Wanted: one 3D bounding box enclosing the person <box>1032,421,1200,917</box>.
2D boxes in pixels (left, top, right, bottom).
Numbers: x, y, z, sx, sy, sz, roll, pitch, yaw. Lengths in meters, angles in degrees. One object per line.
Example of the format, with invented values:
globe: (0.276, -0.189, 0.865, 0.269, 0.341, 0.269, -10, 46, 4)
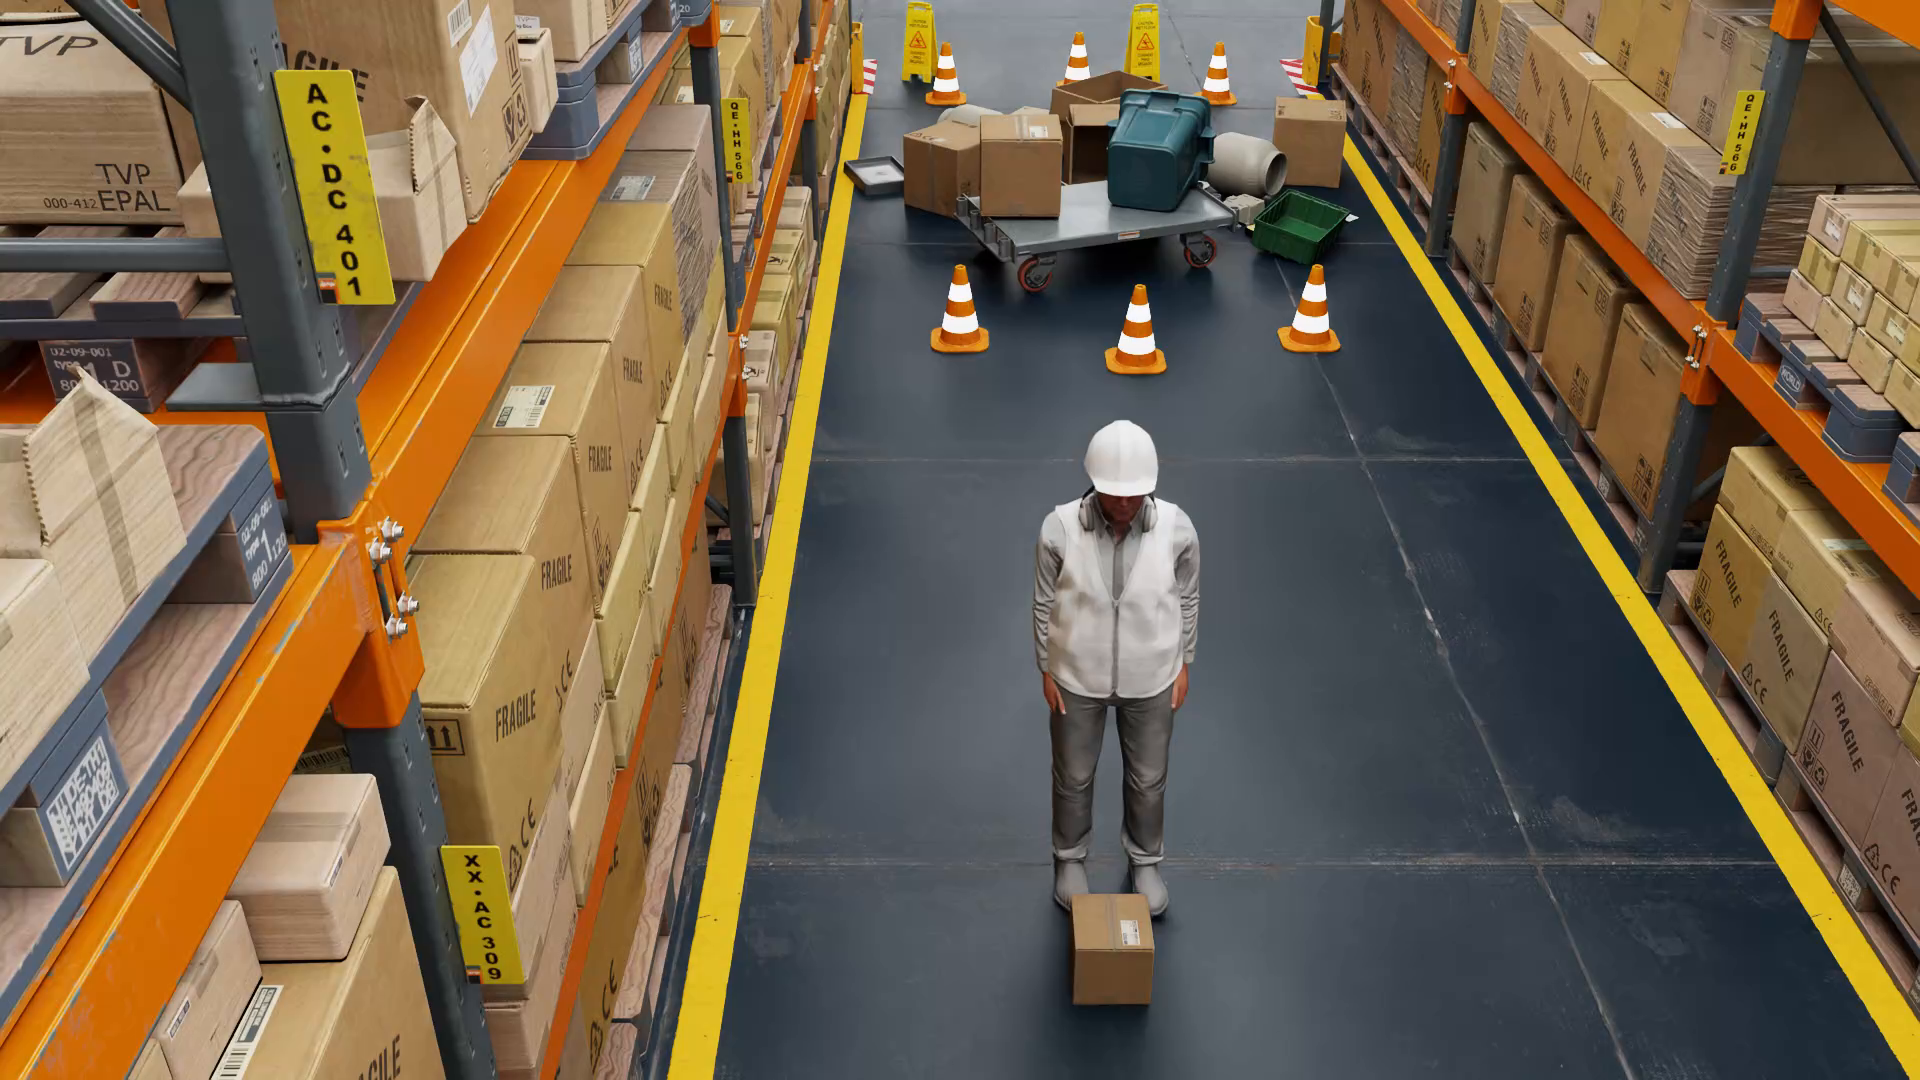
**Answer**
person: (0.495, 0.435, 5.388, 0.533, 1.776, 0.389, 1, 31, 1)
